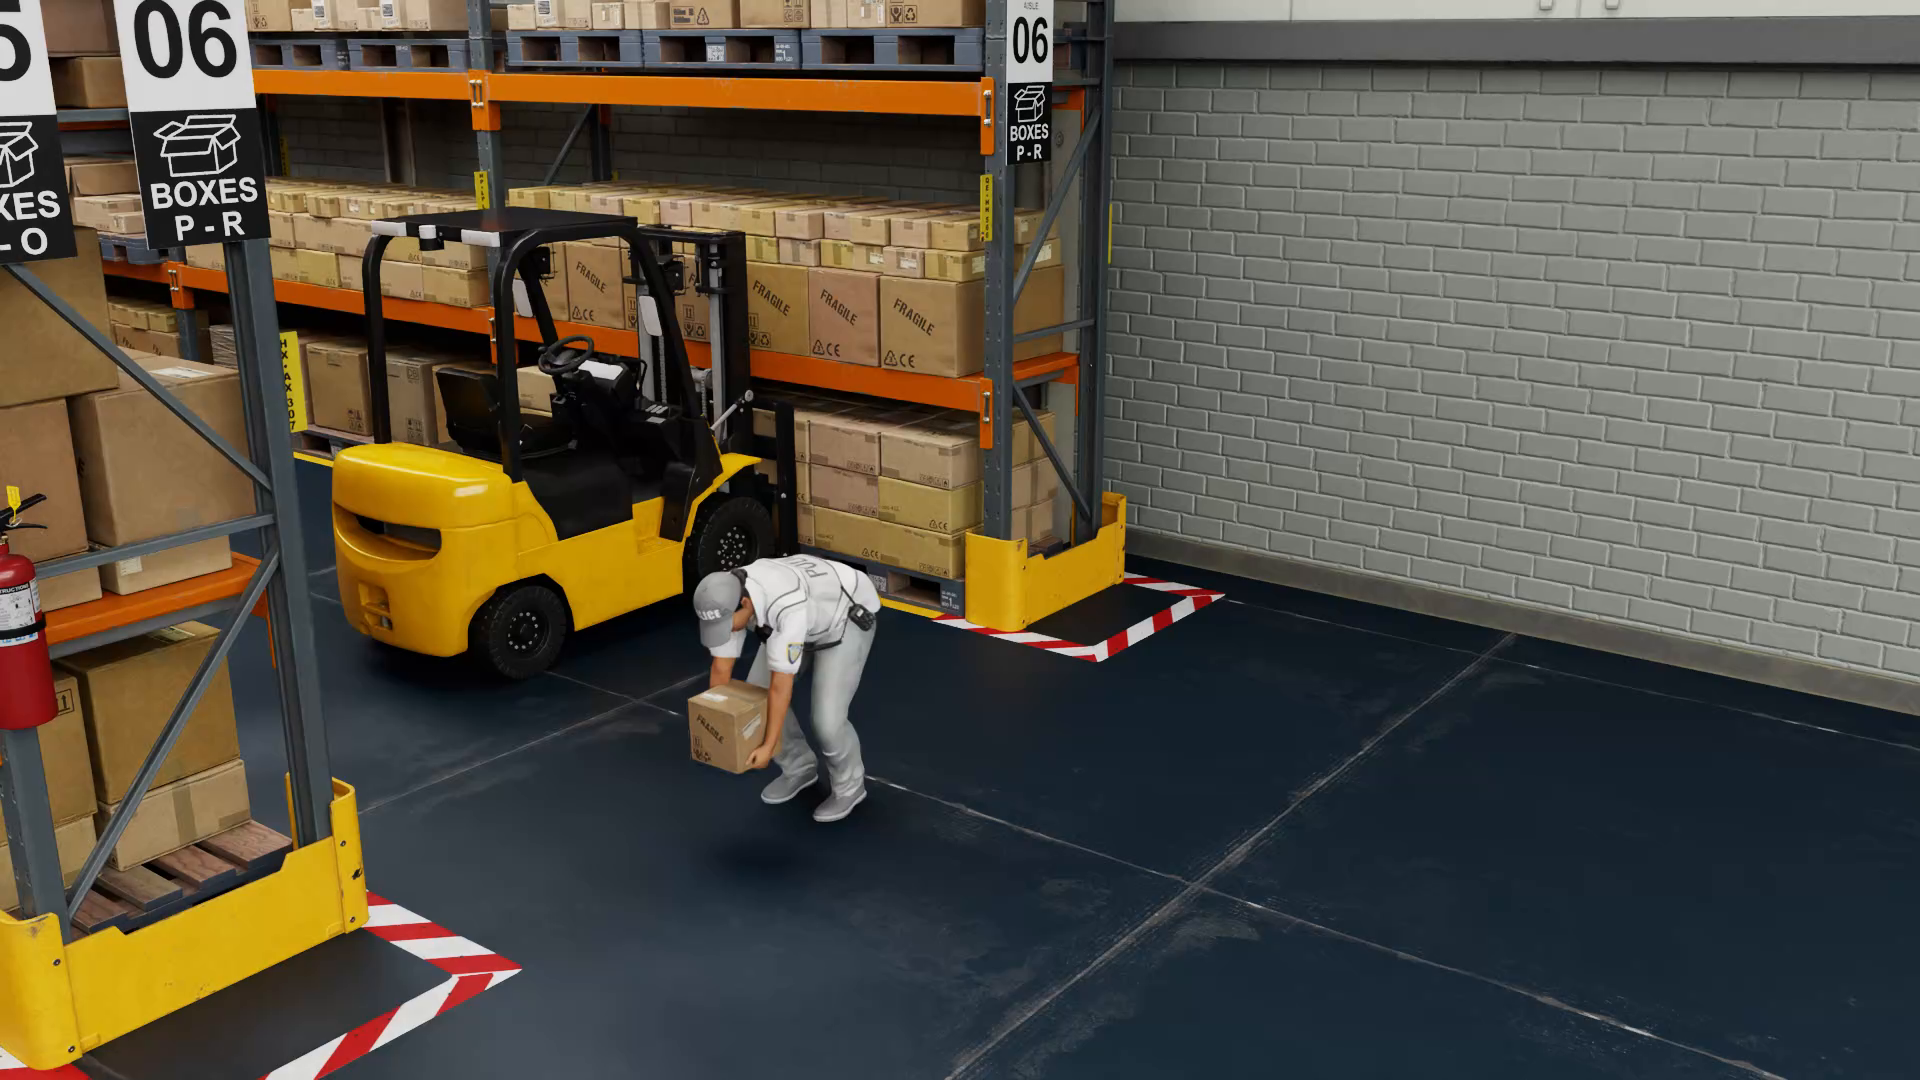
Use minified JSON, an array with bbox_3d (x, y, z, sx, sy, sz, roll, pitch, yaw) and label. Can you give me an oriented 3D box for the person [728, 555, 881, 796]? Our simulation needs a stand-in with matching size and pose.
[{"bbox_3d":[-0.628,0.531,6.647,0.495,1.029,0.683,11,20,33],"label":"person"}]
